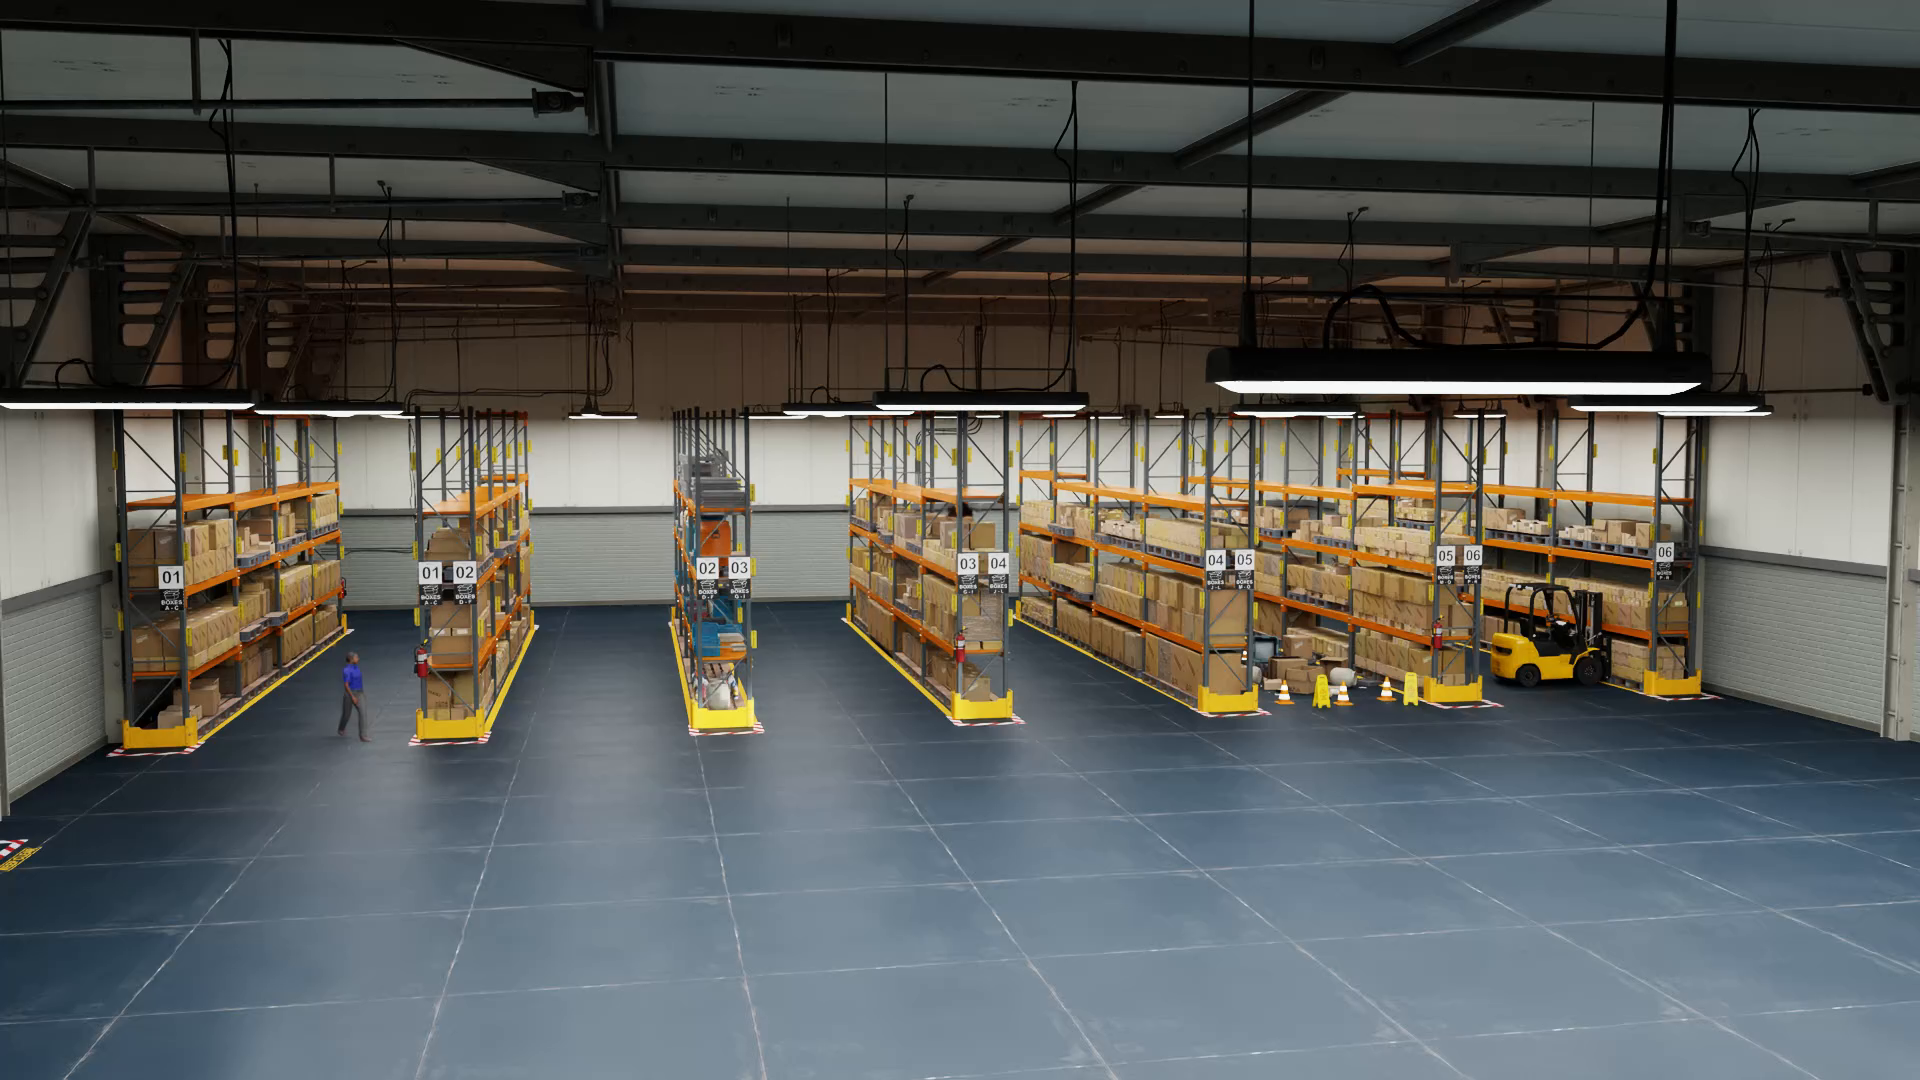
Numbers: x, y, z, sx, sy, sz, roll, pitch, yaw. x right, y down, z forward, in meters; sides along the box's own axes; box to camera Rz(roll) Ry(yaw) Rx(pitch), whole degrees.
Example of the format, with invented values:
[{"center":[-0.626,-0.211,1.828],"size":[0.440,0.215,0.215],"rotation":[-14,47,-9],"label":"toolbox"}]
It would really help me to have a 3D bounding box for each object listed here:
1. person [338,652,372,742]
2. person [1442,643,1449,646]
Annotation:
[{"center":[-10.873,2.806,29.804],"size":[0.392,1.608,1.017],"rotation":[-3,5,-38],"label":"person"},{"center":[11.657,2.050,40.181],"size":[0.425,1.662,0.511],"rotation":[1,4,15],"label":"person"}]
